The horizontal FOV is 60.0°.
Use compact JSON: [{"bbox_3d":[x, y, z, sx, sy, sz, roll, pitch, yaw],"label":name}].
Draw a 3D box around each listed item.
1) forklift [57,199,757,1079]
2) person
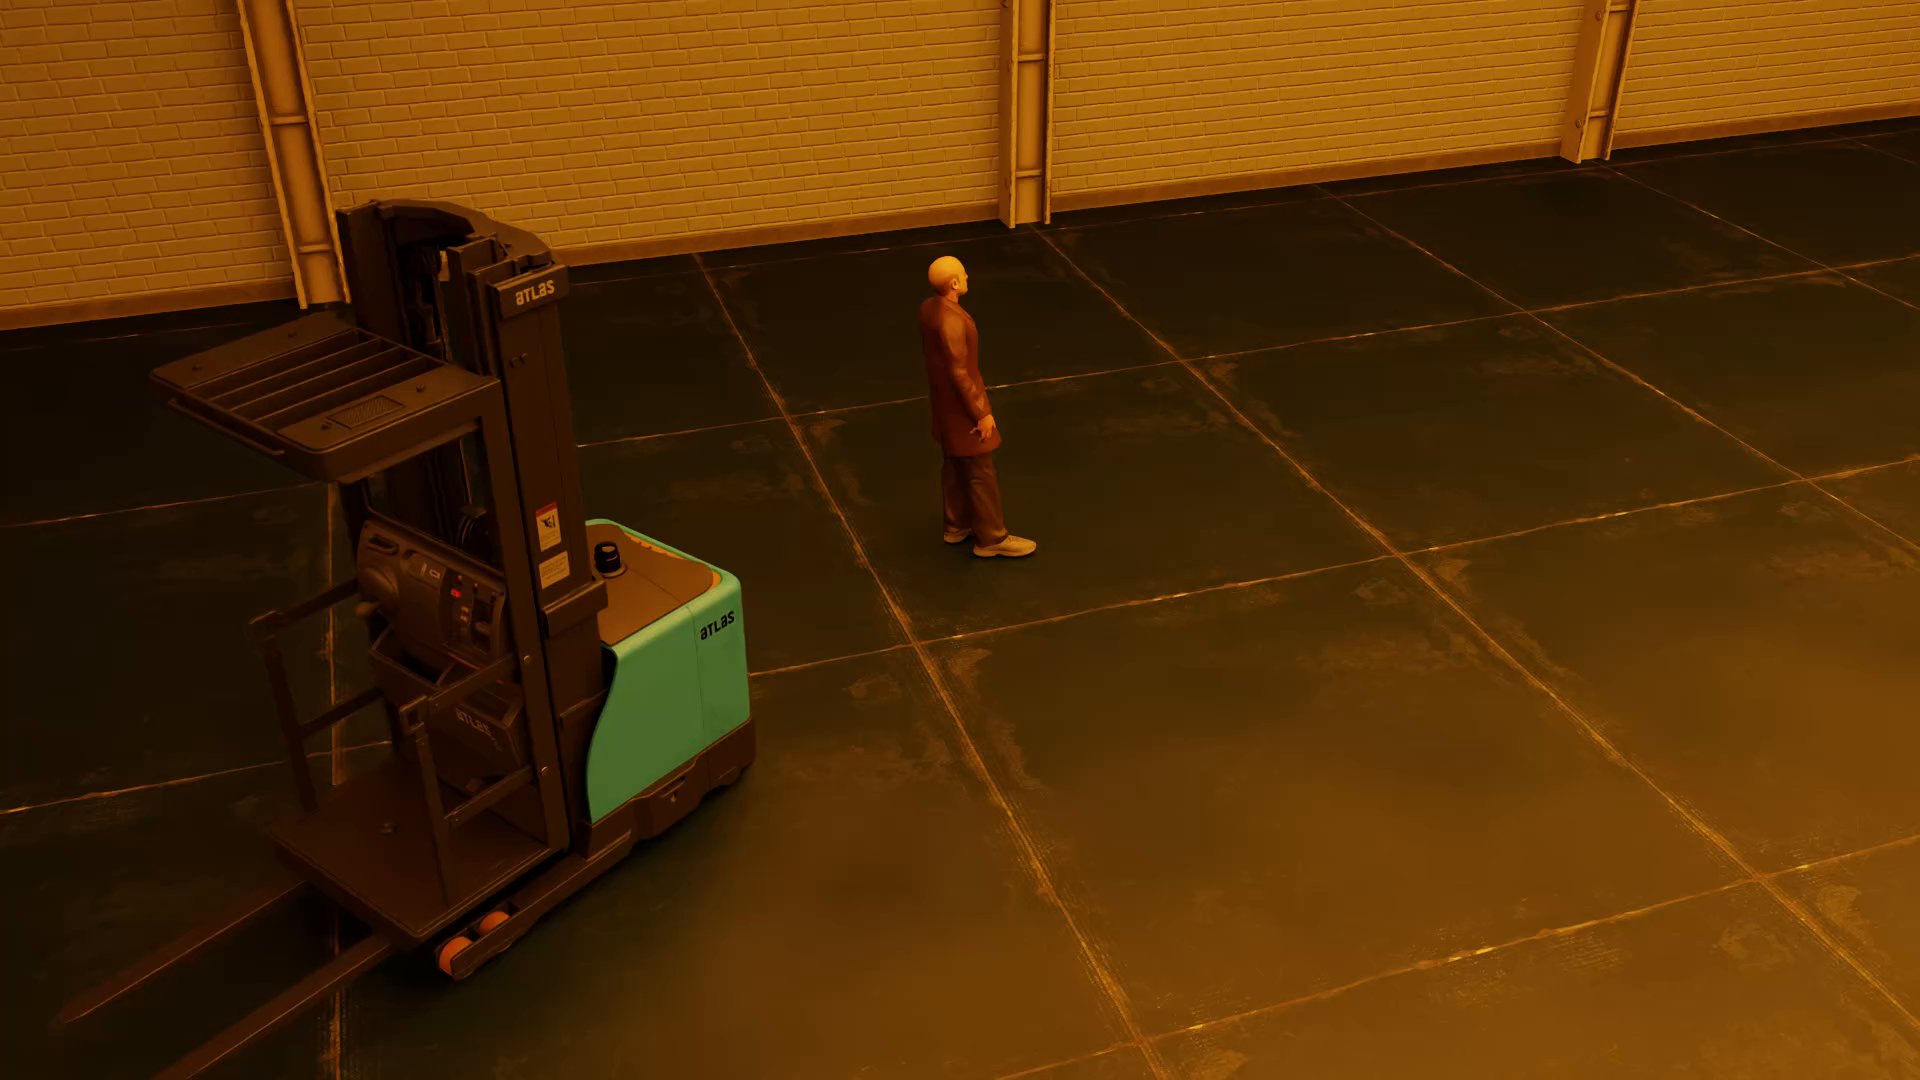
[{"bbox_3d":[-2.285,0.262,6.632,1.130,2.935,3.031,21,36,32],"label":"forklift"},{"bbox_3d":[0.088,-0.790,9.601,0.579,1.777,0.698,-10,31,-16],"label":"person"}]
